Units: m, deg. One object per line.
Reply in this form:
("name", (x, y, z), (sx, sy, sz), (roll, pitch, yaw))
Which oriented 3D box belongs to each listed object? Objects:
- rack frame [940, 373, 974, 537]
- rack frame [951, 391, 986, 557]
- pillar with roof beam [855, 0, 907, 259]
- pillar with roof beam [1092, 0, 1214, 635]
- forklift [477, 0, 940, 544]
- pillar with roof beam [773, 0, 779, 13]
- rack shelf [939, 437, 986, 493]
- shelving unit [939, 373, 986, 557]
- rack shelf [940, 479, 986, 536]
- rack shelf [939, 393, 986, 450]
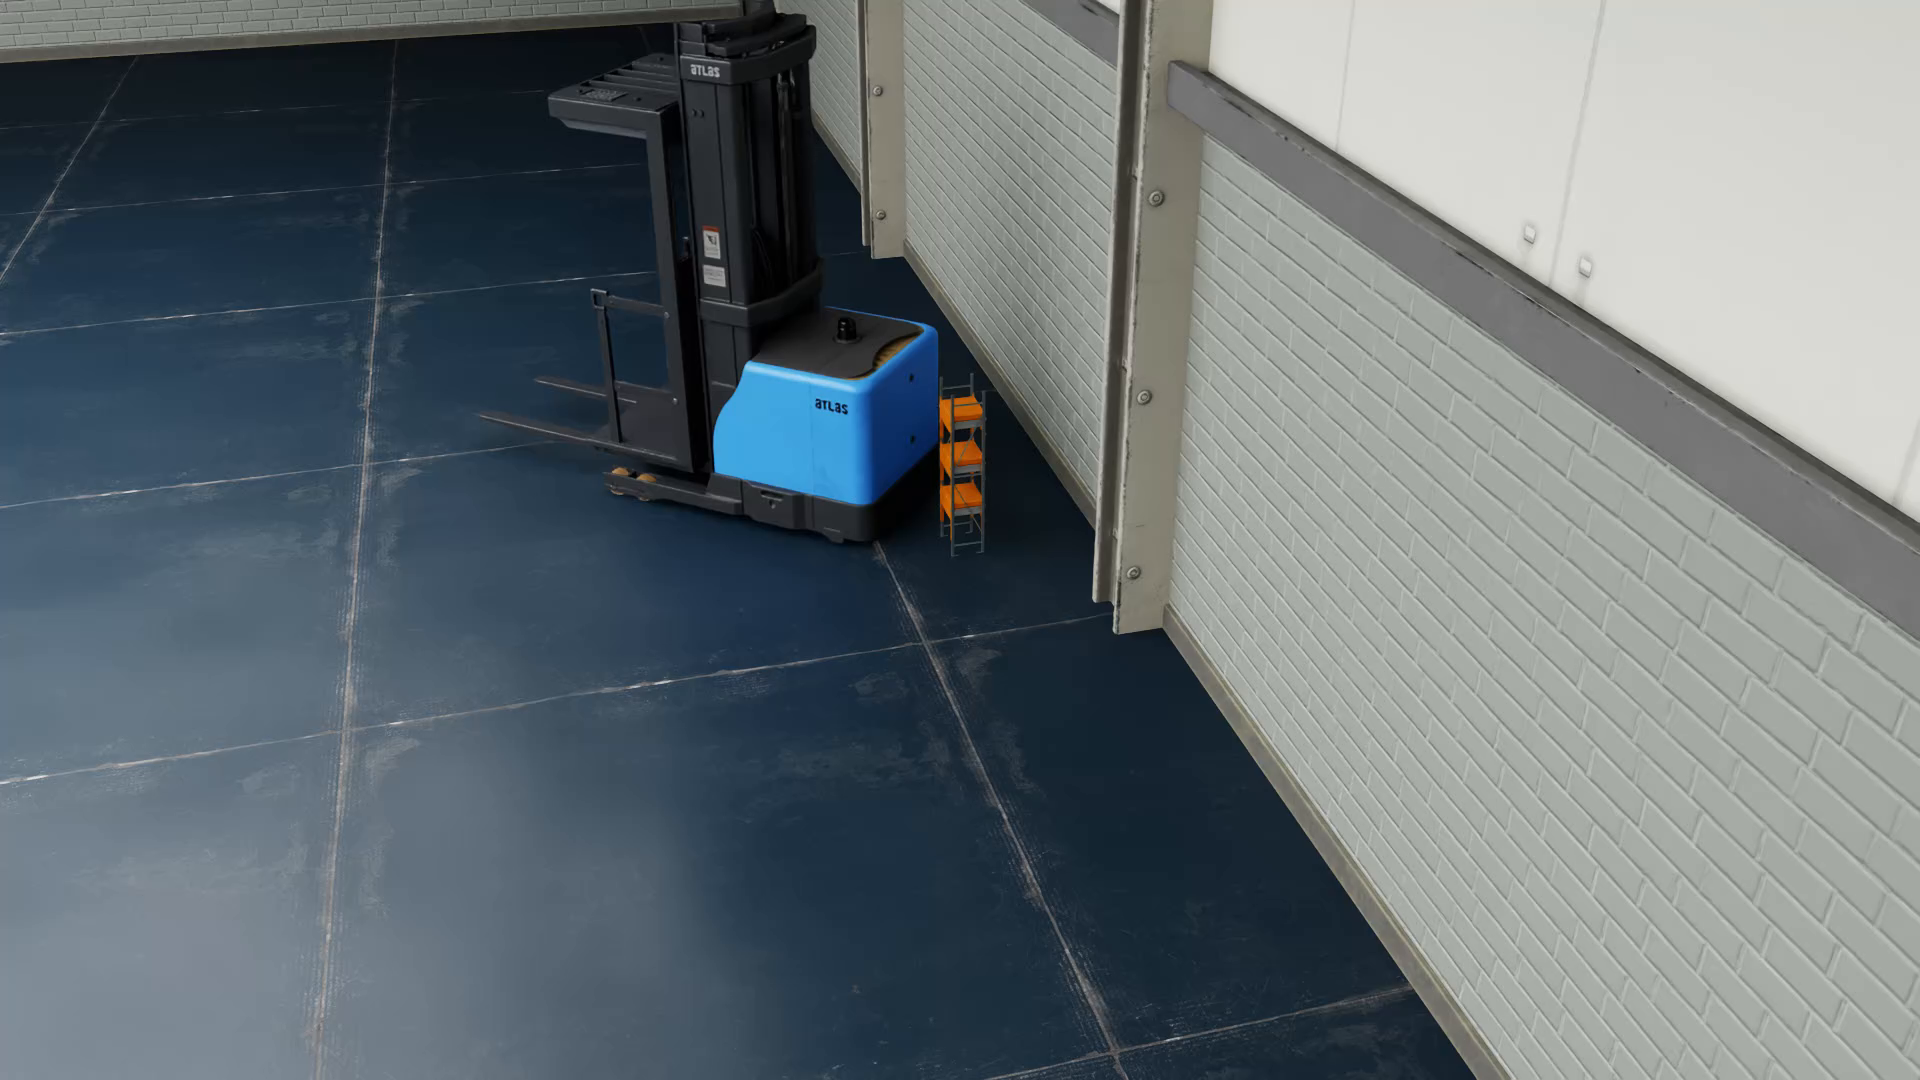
("rack frame", (-0.018, -0.487, 9.775), (0.200, 1.050, 0.008), (-8, 31, -13))
("rack frame", (0.047, -0.370, 9.572), (0.200, 1.050, 0.008), (-8, 31, -13))
("pillar with roof beam", (-4.795, -5.819, 11.052), (9.100, 9.000, 0.400), (-8, 31, -13))
("pillar with roof beam", (-3.203, -2.921, 6.045), (9.100, 9.000, 0.400), (-8, 31, -13))
("forklift", (-1.678, -1.735, 10.054), (3.031, 2.935, 1.130), (13, 33, 21))
("pillar with roof beam", (-6.388, -8.717, 16.059), (9.100, 9.000, 0.400), (-8, 31, -13))
("rack shelf", (0.014, -0.419, 9.679), (0.215, 0.259, 0.240), (-8, 31, -13))
("shelving unit", (0.014, -0.429, 9.673), (0.215, 1.050, 0.252), (-8, 31, -13))
("rack shelf", (0.014, -0.179, 9.818), (0.215, 0.259, 0.240), (-8, 31, -13))
("rack shelf", (0.014, -0.665, 9.537), (0.215, 0.259, 0.240), (-8, 31, -13))
